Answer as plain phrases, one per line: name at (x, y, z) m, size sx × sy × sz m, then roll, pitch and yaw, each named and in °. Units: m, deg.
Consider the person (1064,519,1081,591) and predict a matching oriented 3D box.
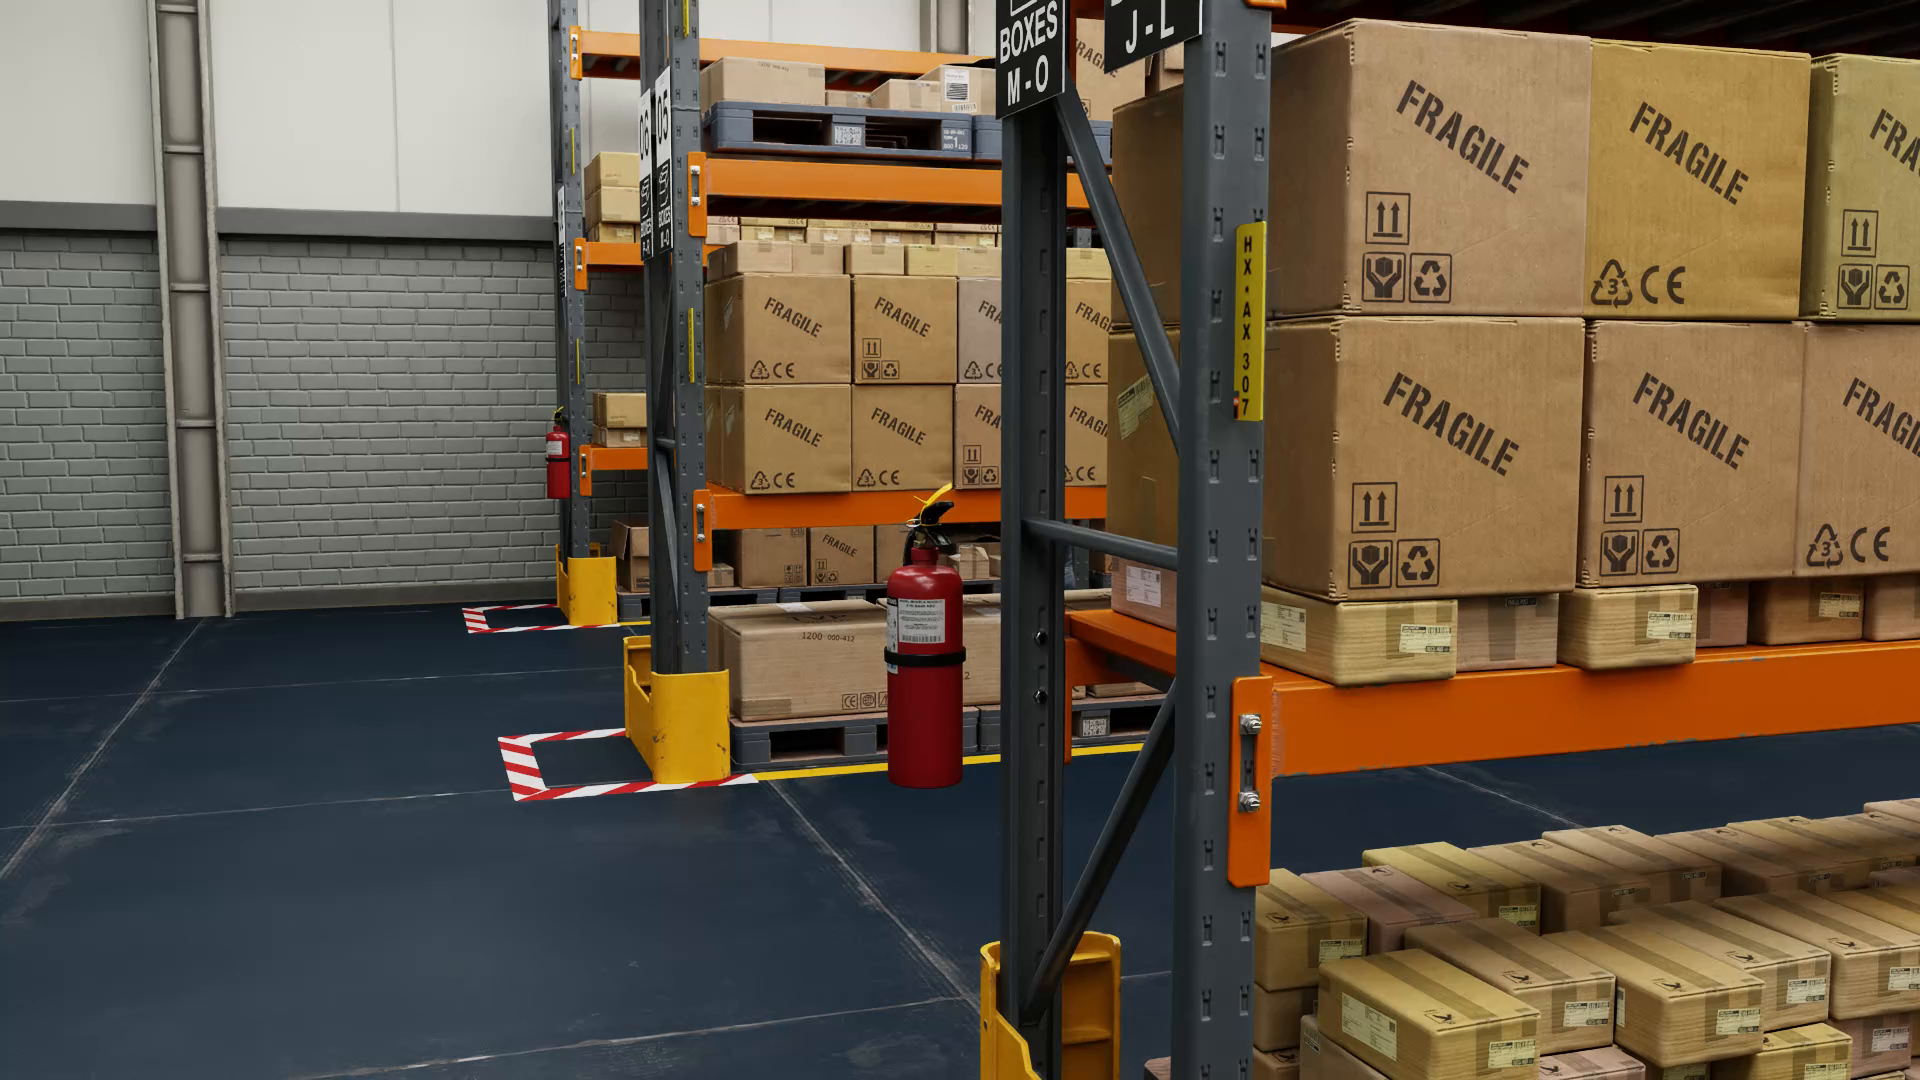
person at (0.586, -0.206, 11.805) m, size 0.635 × 1.760 × 0.457 m, roll -2°, pitch 6°, yaw -22°
